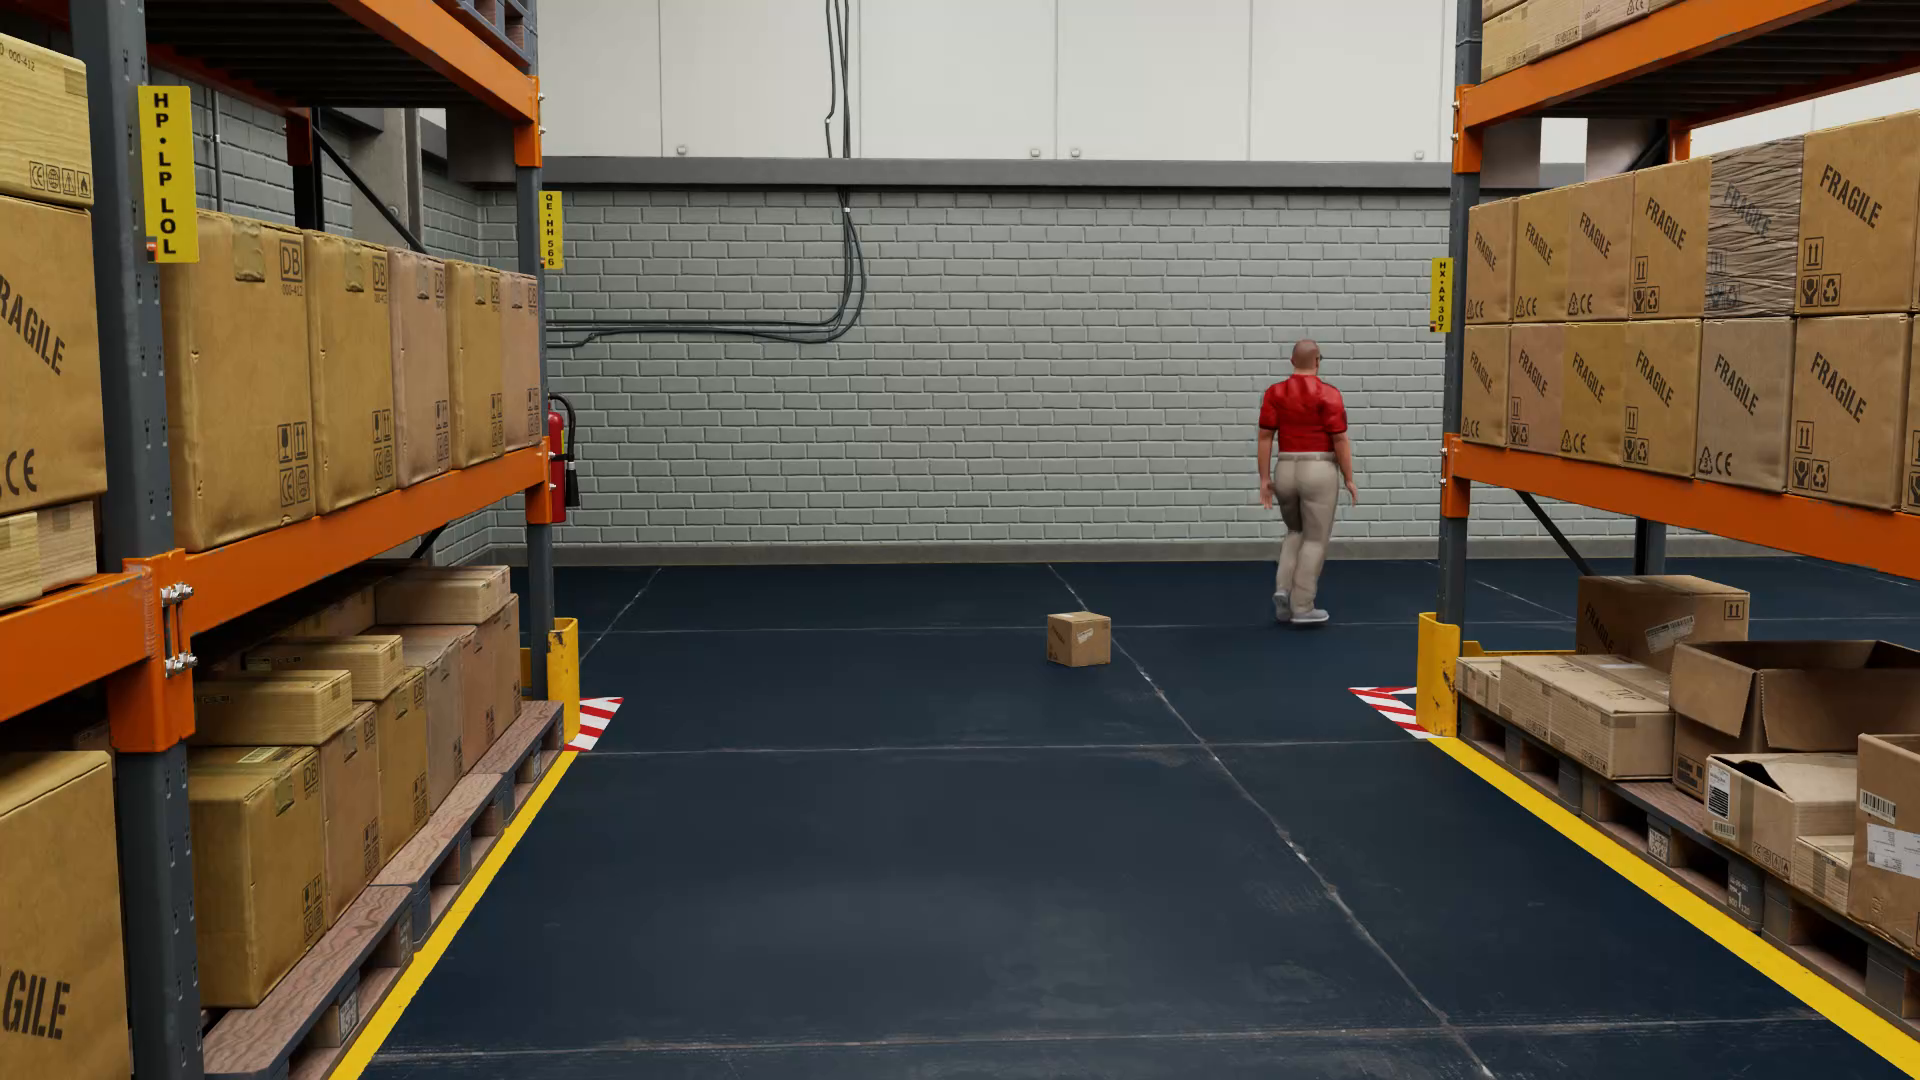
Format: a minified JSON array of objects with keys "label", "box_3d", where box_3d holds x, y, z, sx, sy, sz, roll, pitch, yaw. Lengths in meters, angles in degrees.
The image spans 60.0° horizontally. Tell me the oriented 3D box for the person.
[{"label":"person","box_3d":[2.133,-0.325,10.108,0.538,1.776,0.468,6,9,42]}]
